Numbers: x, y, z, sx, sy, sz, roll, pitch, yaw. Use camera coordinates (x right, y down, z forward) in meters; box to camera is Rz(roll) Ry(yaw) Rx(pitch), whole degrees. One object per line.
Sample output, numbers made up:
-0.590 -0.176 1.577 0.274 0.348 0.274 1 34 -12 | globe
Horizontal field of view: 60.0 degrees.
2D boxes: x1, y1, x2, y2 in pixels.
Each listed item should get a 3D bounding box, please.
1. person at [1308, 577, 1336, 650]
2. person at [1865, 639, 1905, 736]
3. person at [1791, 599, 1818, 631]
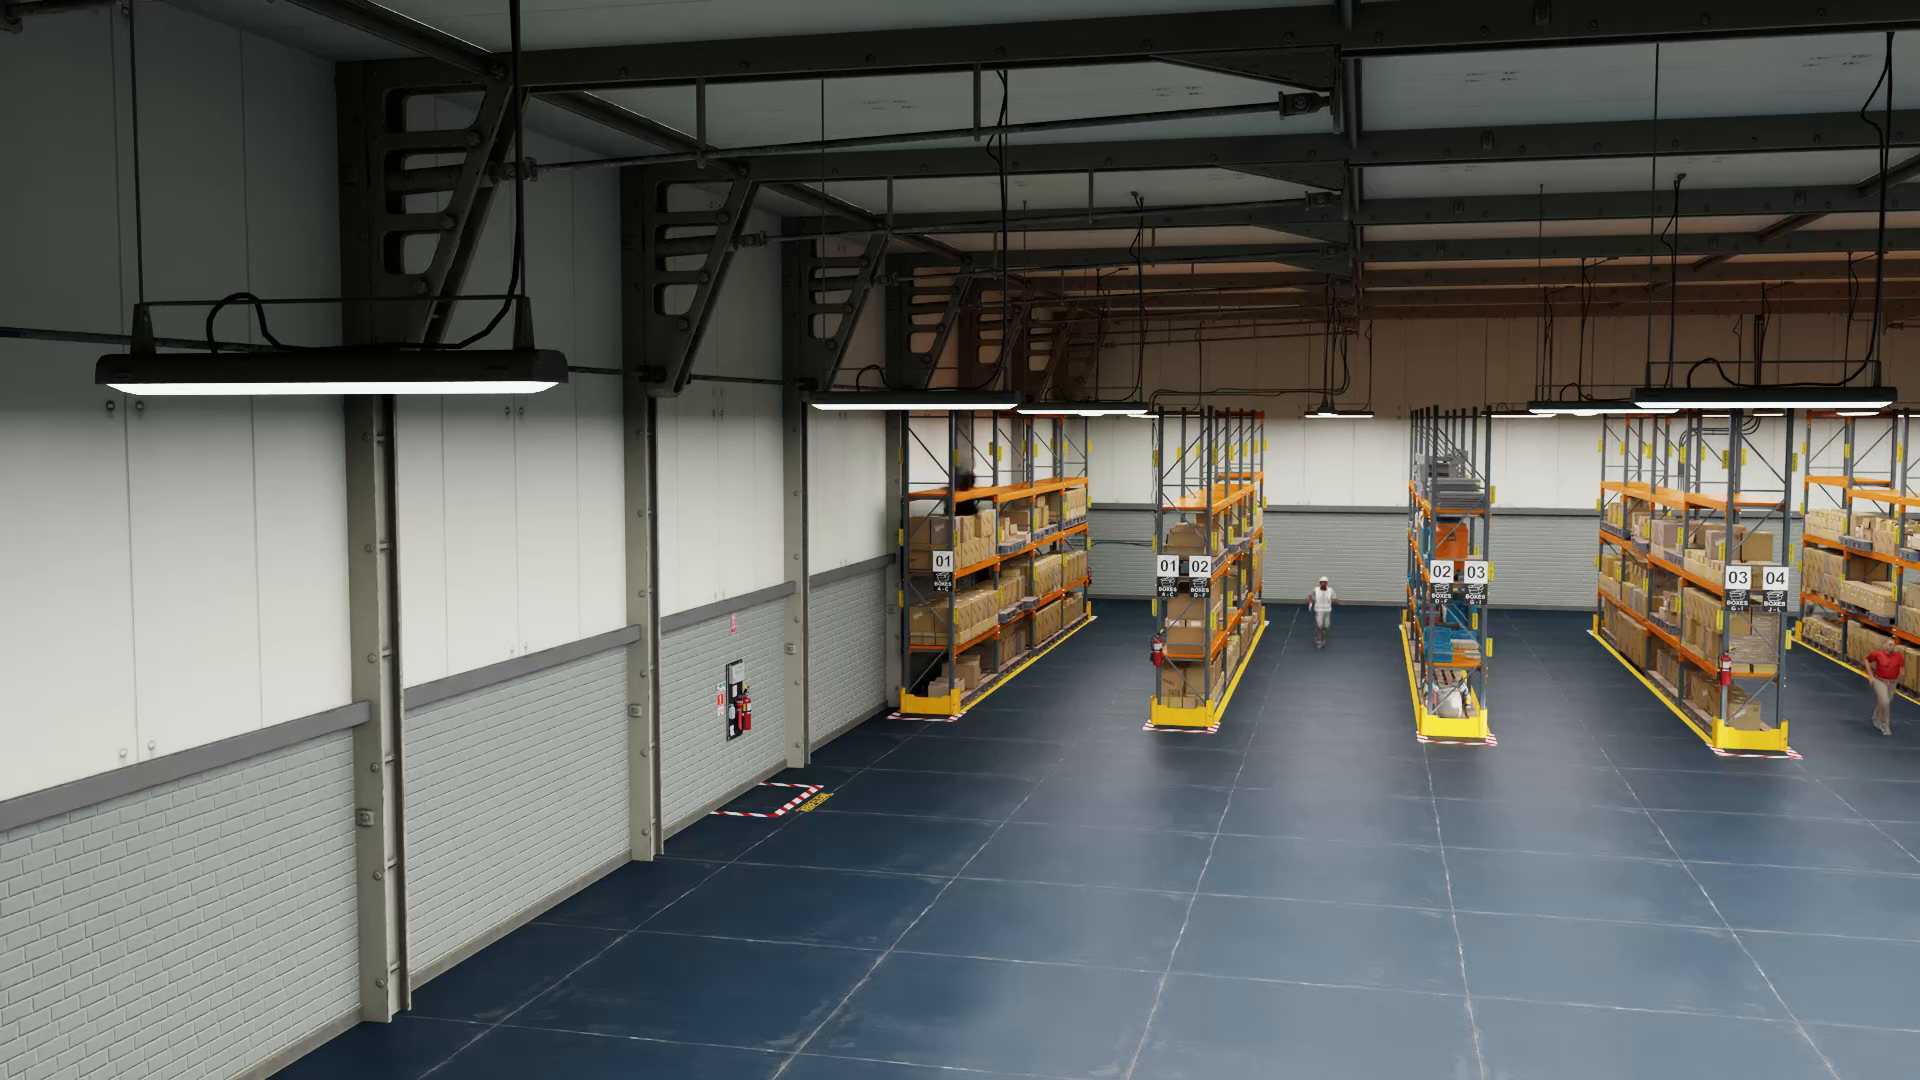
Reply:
9.127 1.837 41.833 0.657 1.837 0.760 0 4 1 | person
17.019 2.690 30.576 0.581 1.783 0.904 0 4 -2 | person
22.727 1.688 44.584 0.615 1.612 0.931 -4 5 -42 | person
